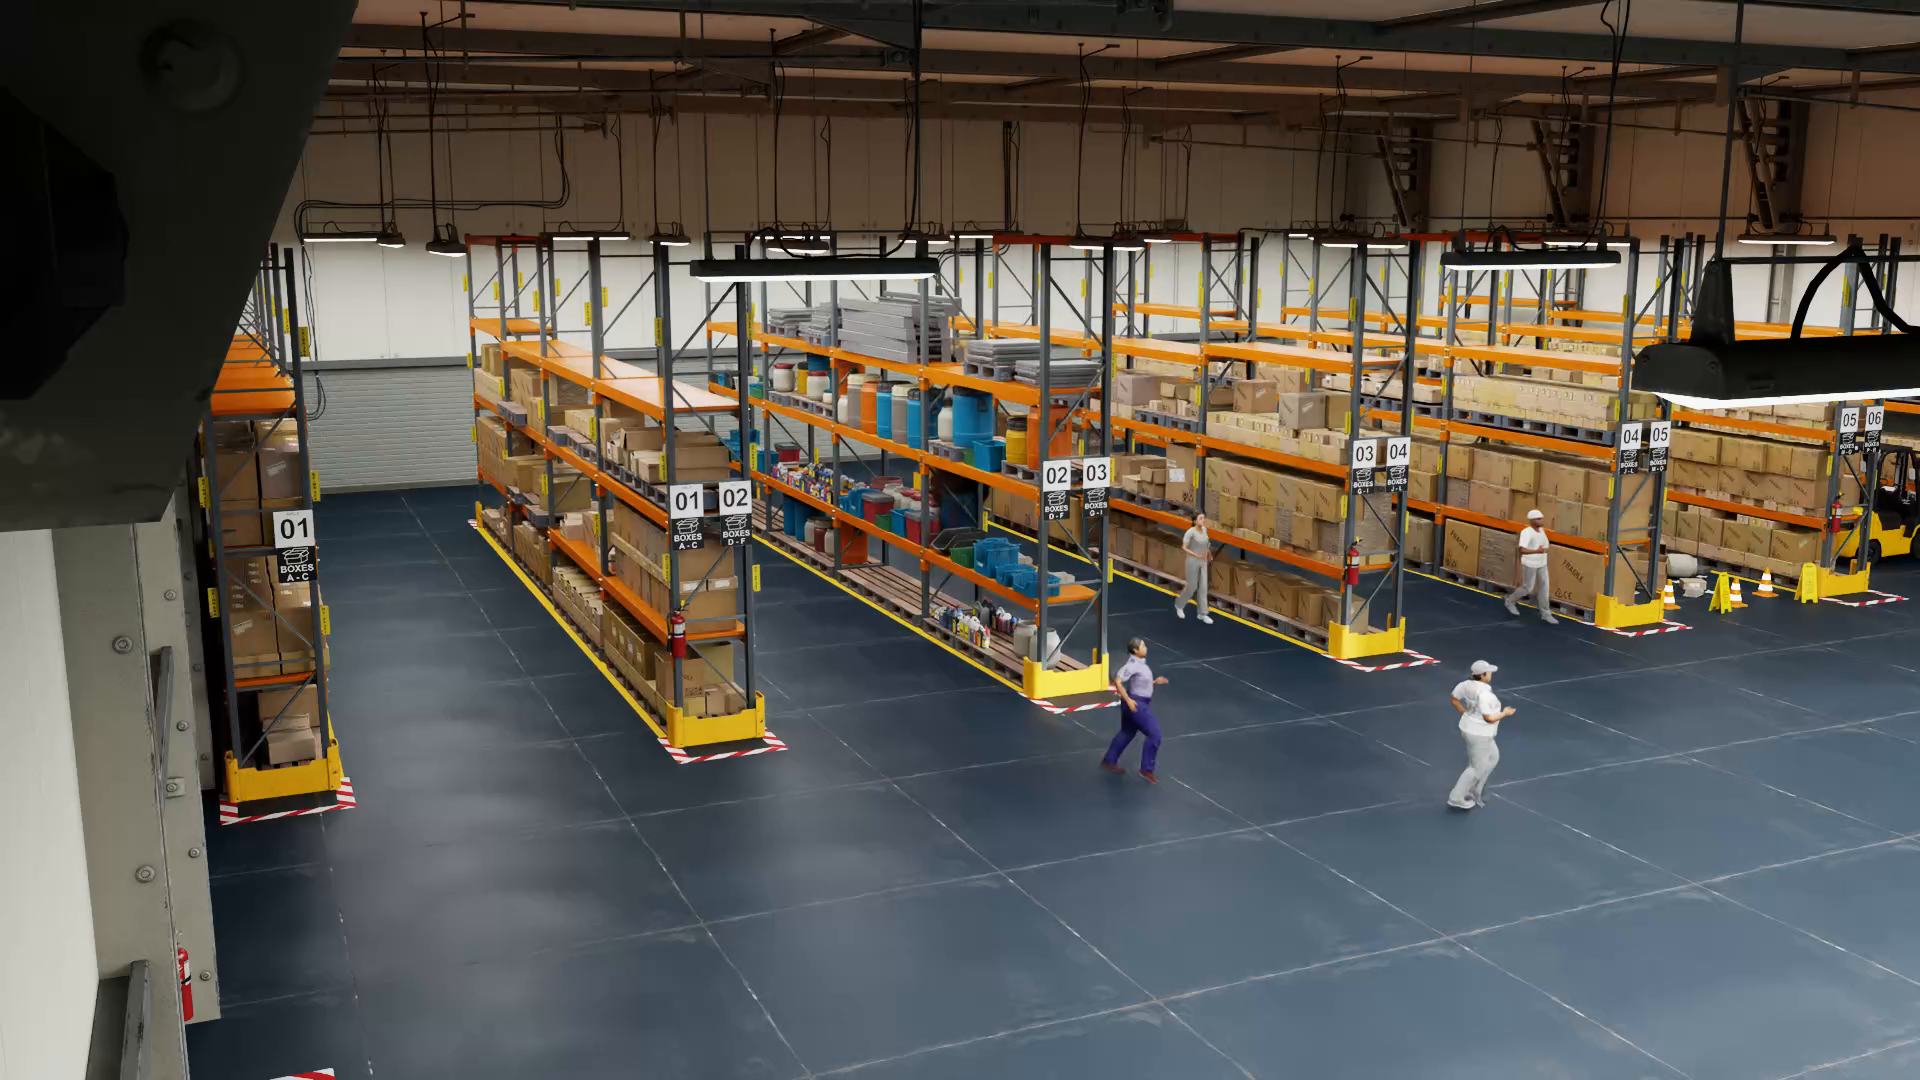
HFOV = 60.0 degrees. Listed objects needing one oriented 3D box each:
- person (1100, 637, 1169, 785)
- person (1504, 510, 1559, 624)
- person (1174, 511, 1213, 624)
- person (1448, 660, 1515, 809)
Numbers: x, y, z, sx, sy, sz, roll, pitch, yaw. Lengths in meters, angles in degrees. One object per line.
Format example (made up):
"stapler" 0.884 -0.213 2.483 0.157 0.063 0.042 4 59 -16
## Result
"person" 1.984 1.935 18.873 0.750 1.710 0.577 0 11 1
"person" 9.066 0.400 26.256 0.683 1.760 0.935 -8 13 -34
"person" 3.591 0.382 25.268 0.589 1.689 0.765 -8 13 -35
"person" 5.612 2.115 17.929 0.661 1.695 0.586 0 11 -2
